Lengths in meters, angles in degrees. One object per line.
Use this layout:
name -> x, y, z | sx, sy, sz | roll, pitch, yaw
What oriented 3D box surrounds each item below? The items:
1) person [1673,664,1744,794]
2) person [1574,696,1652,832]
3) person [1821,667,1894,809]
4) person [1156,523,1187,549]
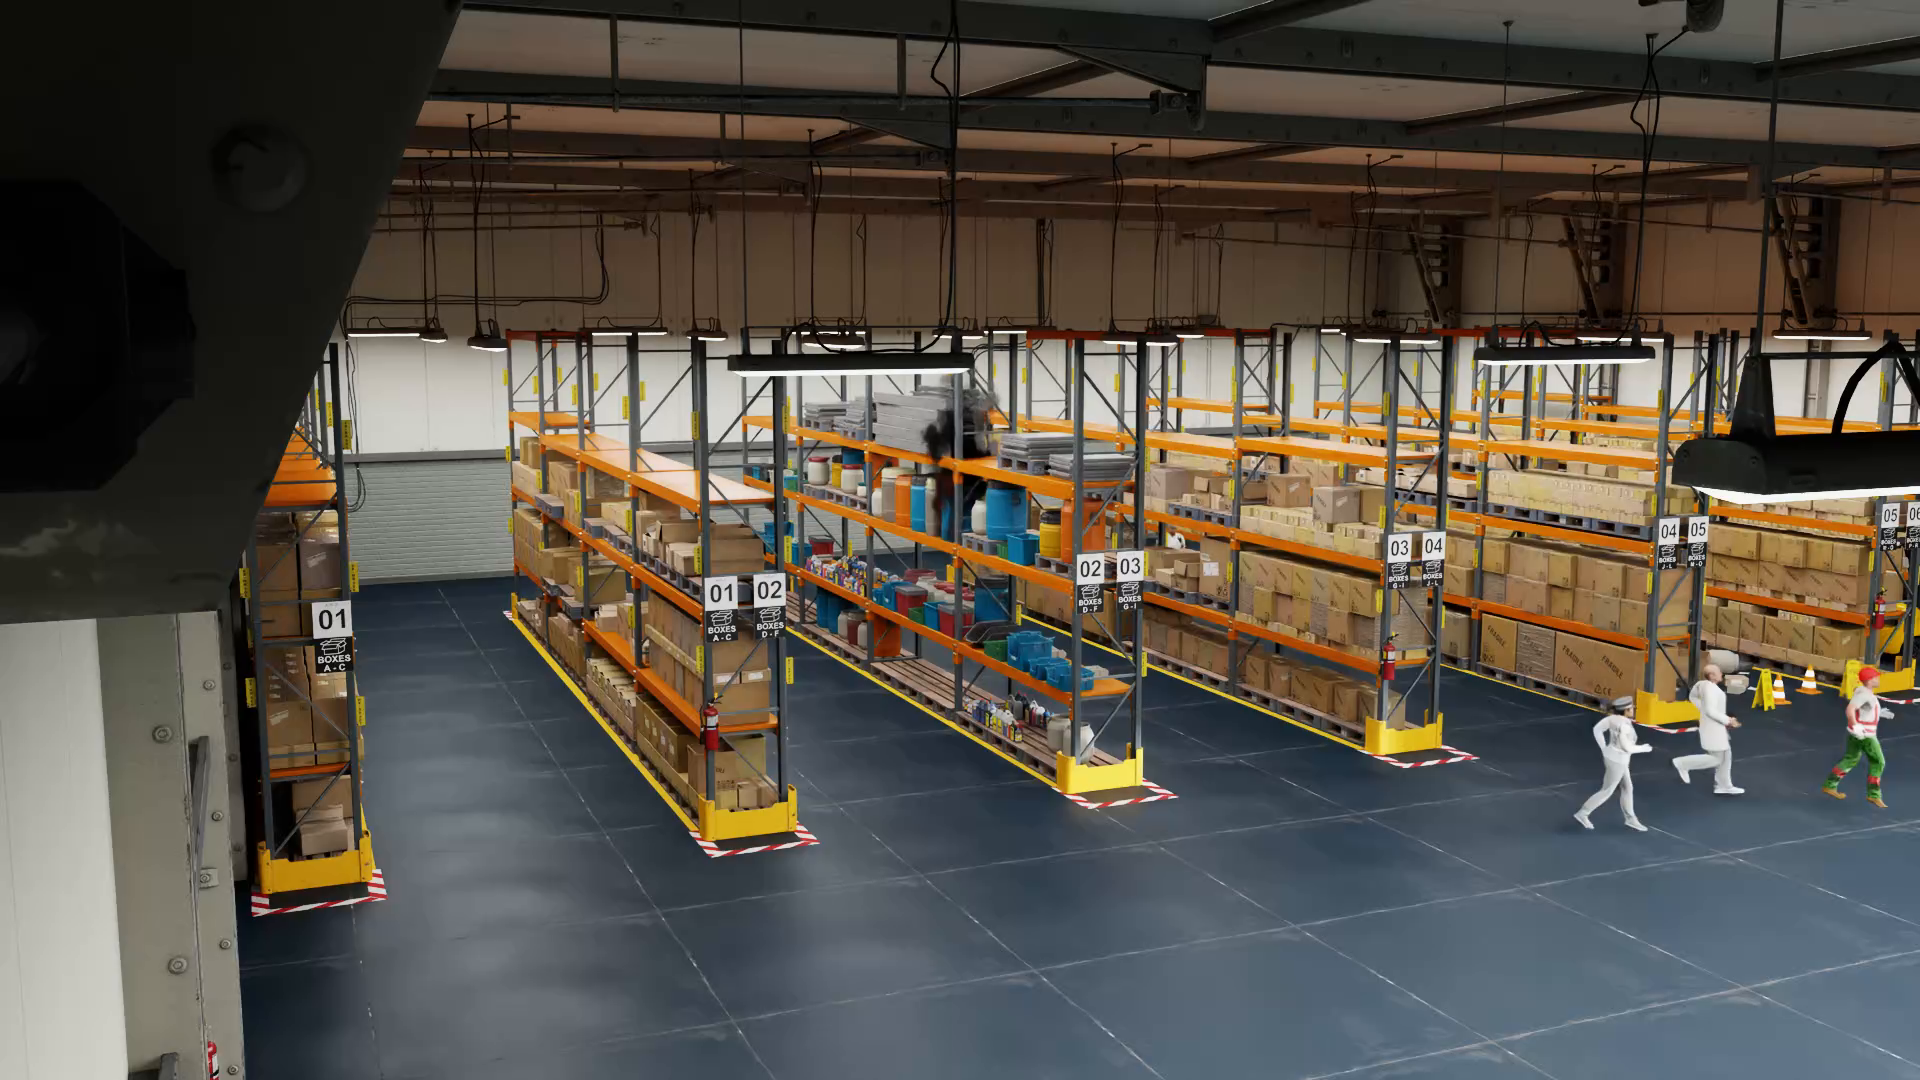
person -> 9.920, 2.498, 21.982 | 0.920, 1.742, 0.725 | 2, 8, 13
person -> 7.979, 2.737, 20.289 | 0.911, 1.703, 0.572 | 1, 8, 8
person -> 11.620, 2.540, 21.477 | 0.810, 1.841, 0.638 | 2, 8, 13
person -> 4.707, 0.462, 36.785 | 0.651, 1.795, 0.856 | -2, 8, -16
